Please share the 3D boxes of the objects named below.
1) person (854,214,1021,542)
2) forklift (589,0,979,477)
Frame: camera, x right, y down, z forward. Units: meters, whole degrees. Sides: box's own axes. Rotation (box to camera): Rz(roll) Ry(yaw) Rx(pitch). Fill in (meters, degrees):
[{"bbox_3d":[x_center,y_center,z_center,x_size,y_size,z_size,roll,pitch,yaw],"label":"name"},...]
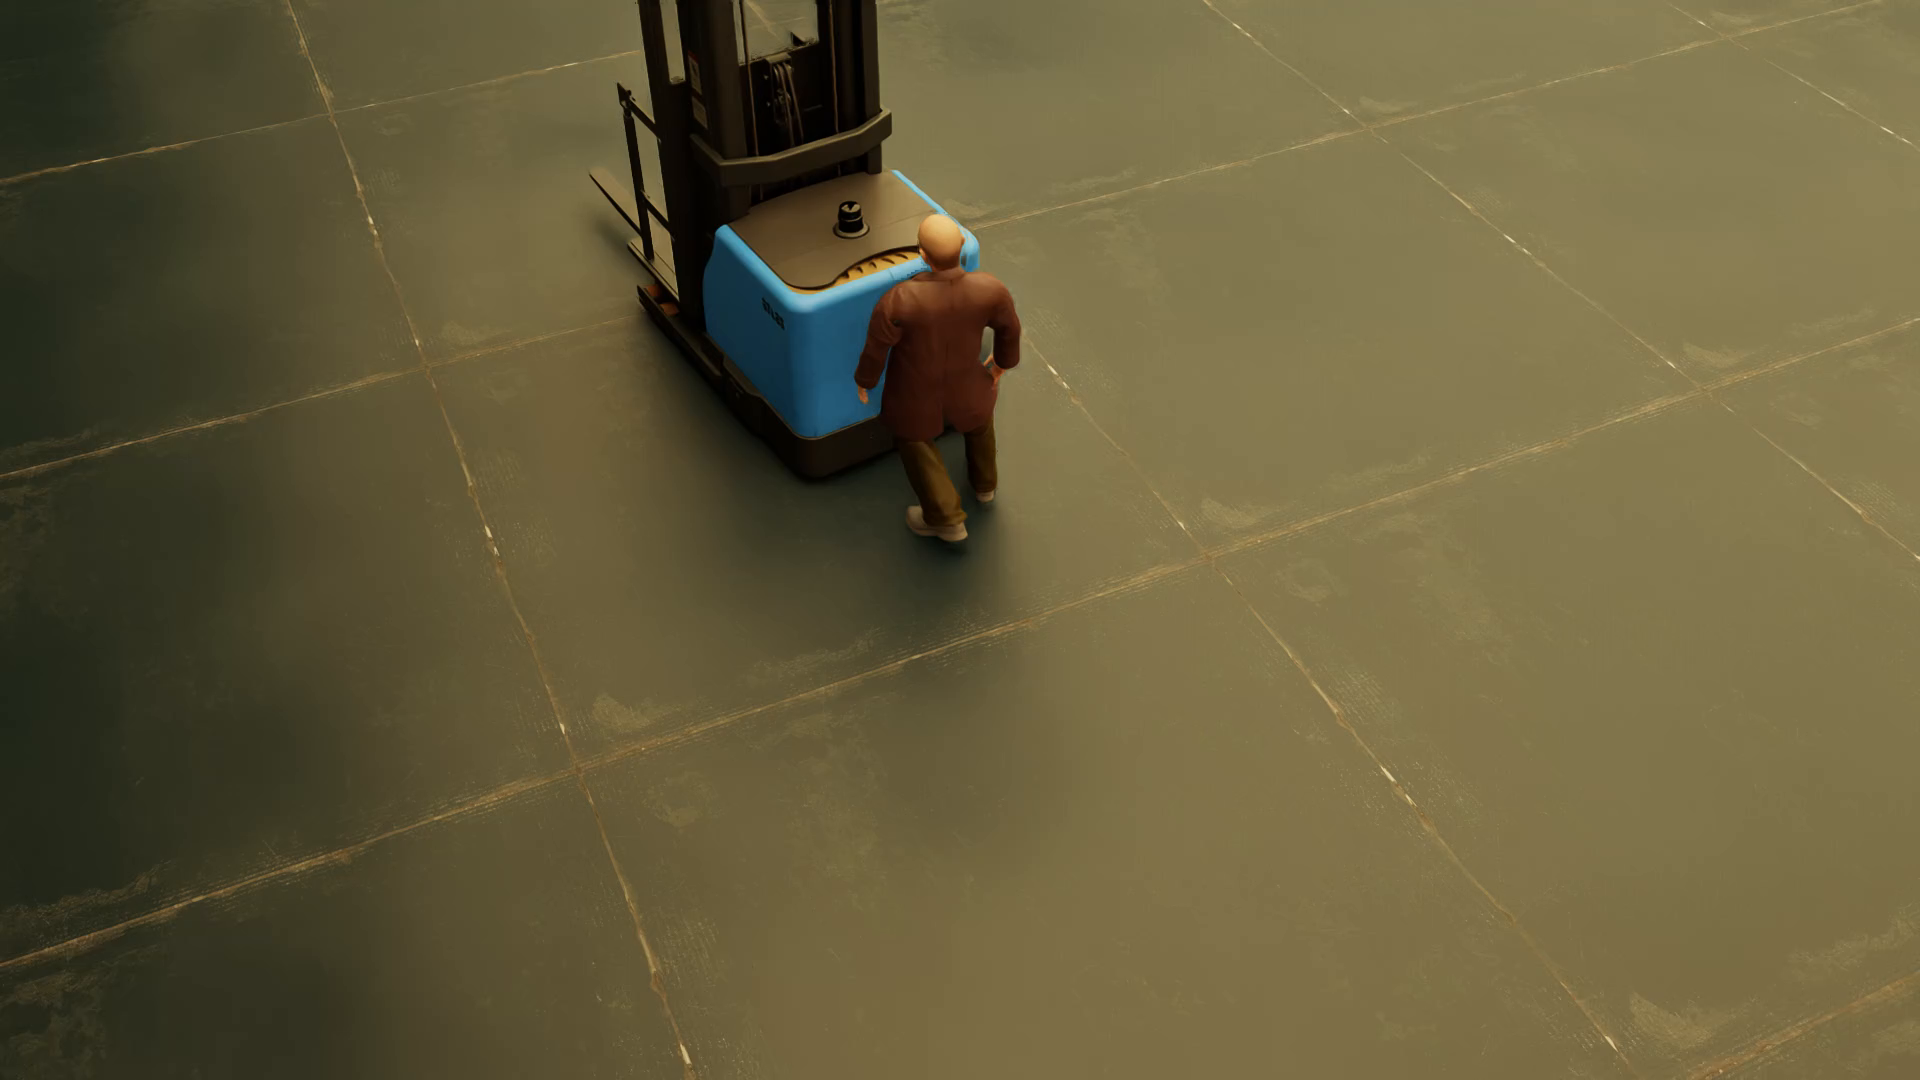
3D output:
[{"bbox_3d":[-0.114,-0.783,7.410,0.758,1.735,0.690,-11,44,-11],"label":"person"},{"bbox_3d":[-1.107,-2.357,8.206,1.130,2.935,3.031,-23,48,-23],"label":"forklift"}]
